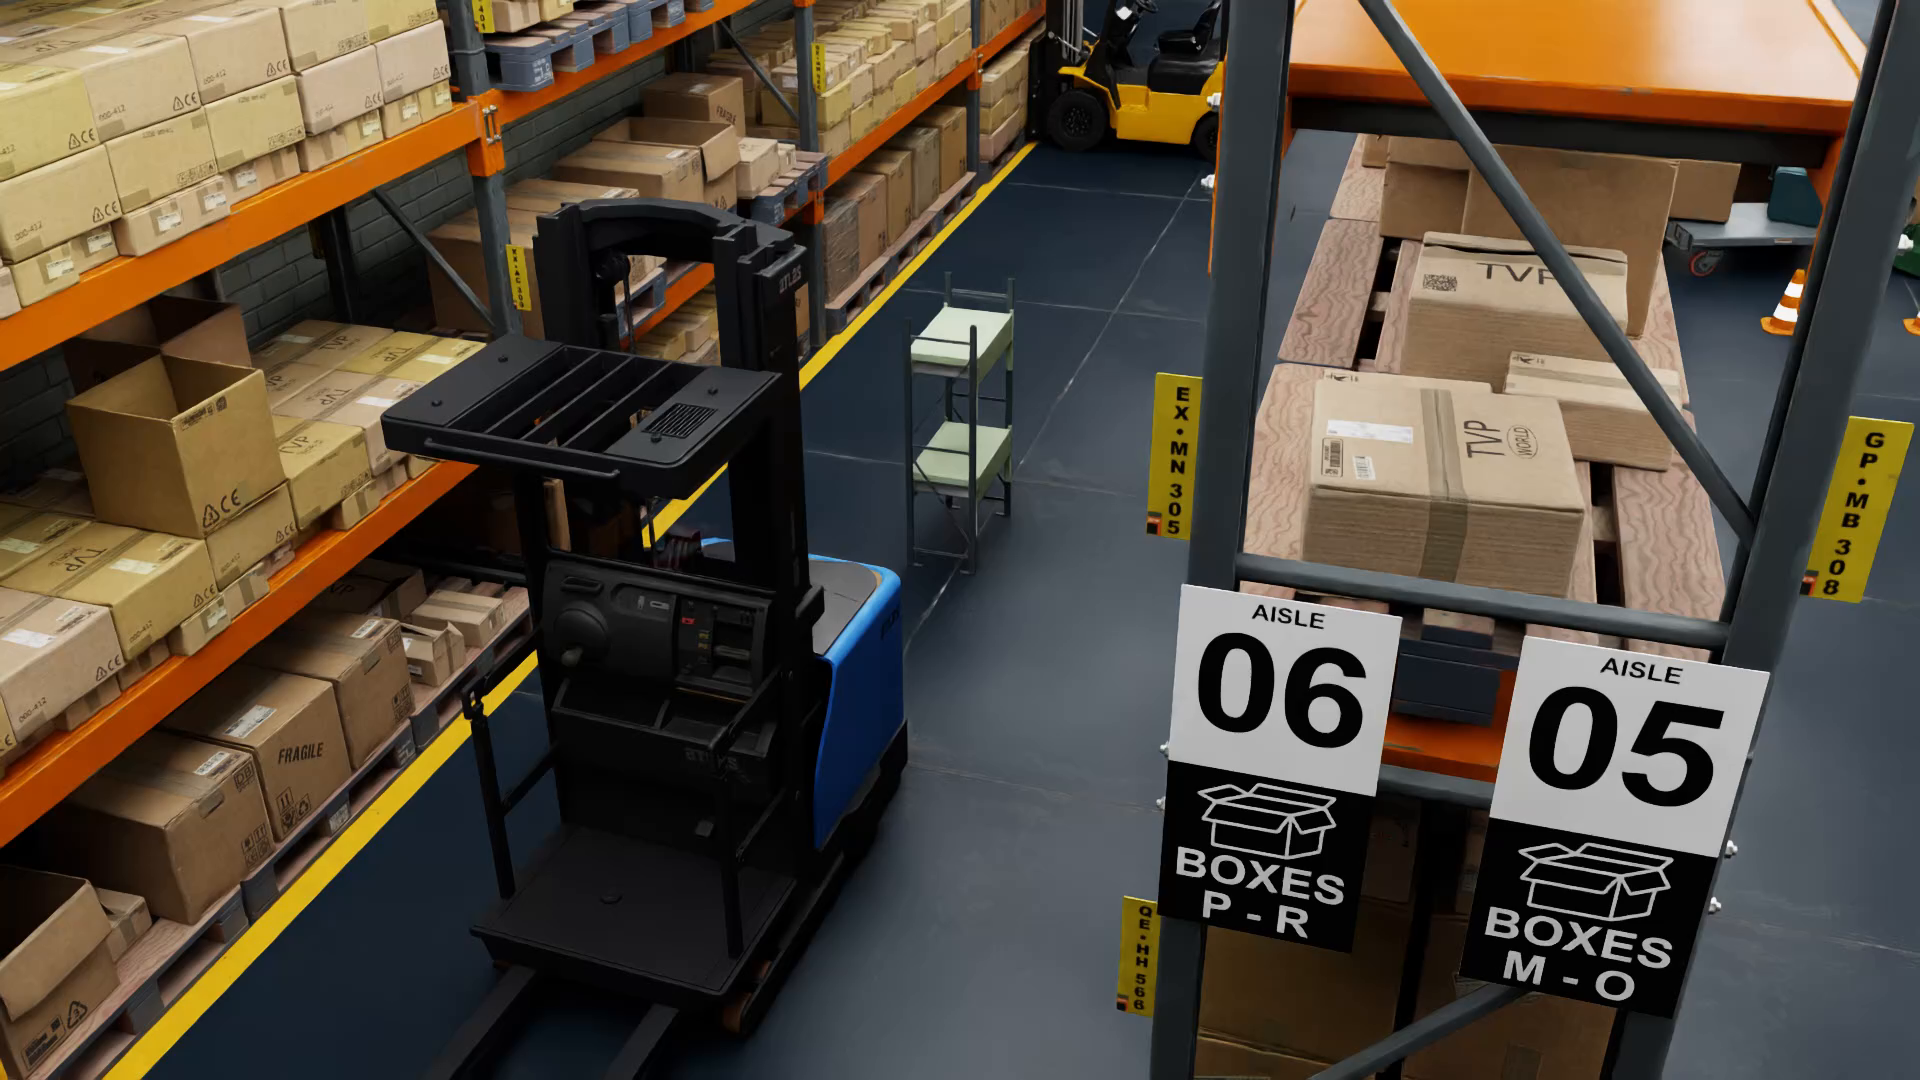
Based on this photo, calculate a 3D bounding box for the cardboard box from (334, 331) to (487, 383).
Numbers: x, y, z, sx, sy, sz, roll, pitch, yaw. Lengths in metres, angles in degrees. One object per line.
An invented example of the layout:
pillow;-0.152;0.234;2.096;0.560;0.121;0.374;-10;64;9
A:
cardboard box;-2.578;-0.759;7.876;0.500;0.250;0.500;9;30;16

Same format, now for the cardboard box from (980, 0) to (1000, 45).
cardboard box;0.066;-4.896;15.363;0.500;0.500;0.500;8;30;13

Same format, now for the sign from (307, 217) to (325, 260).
sign;-3.194;-1.549;8.258;0.100;0.325;0.005;8;30;15

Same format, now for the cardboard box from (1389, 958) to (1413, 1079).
cardboard box;1.325;1.374;4.092;0.500;0.500;0.500;8;30;14

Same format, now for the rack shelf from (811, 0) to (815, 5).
rack shelf;-0.901;-4.750;12.858;1.077;0.370;4.000;8;30;15

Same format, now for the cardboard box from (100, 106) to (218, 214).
cardboard box;-3.023;-1.368;5.887;0.500;0.250;0.500;8;30;14

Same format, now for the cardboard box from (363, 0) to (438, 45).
cardboard box;-2.580;-2.290;7.030;0.500;0.250;0.500;9;30;15

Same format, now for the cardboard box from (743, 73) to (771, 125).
cardboard box;-1.622;-3.226;12.103;0.500;0.250;0.500;9;30;16

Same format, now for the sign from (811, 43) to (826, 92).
sign;-0.966;-3.223;11.348;0.100;0.325;0.005;8;30;15

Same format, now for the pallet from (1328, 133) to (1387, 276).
pallet;1.834;-1.152;5.742;1.003;0.211;1.213;8;30;15

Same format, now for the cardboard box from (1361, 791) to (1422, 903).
cardboard box;0.824;0.640;3.715;0.380;0.149;0.250;9;30;16

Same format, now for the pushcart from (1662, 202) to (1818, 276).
pushcart;6.627;-2.529;13.908;1.648;0.377;0.936;-1;29;-3

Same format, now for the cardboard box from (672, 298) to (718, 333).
cardboard box;-1.754;-1.454;10.750;0.380;0.149;0.250;8;30;14

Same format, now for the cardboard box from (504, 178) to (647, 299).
cardboard box;-2.154;-1.626;9.053;0.700;0.500;0.500;9;30;15

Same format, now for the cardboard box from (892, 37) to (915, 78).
cardboard box;-0.679;-3.863;13.249;0.500;0.250;0.500;9;30;16

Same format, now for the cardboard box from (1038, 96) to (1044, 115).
cardboard box;0.583;-4.555;17.249;0.500;0.250;0.500;9;30;16

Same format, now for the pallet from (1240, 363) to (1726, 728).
pallet;1.118;-0.019;3.703;1.003;0.211;1.213;8;30;15

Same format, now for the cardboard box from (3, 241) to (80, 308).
cardboard box;-3.135;-0.889;5.435;0.380;0.149;0.250;8;30;15

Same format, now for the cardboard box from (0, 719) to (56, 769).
cardboard box;-3.403;0.638;5.777;0.380;0.149;0.250;8;30;14

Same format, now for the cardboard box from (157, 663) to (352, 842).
cardboard box;-3.027;0.908;7.171;0.500;0.500;0.500;9;30;16

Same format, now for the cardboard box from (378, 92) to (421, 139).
cardboard box;-2.560;-1.844;7.152;0.380;0.149;0.250;8;30;15

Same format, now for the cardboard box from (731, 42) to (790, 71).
cardboard box;-1.482;-3.581;12.331;0.380;0.149;0.250;8;30;15

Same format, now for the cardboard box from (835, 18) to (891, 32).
cardboard box;-0.760;-3.994;13.074;0.380;0.149;0.250;8;30;15

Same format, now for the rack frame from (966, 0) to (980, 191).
rack frame;-0.314;-4.683;15.083;1.000;3.000;0.127;8;30;15

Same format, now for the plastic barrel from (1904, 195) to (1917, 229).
plastic barrel;8.061;-2.938;14.595;0.421;0.421;0.512;-17;34;-28

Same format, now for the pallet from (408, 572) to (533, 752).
pallet;-2.865;0.572;8.505;1.003;0.211;1.213;8;30;15

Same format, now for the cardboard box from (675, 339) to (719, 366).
cardboard box;-1.849;-0.970;10.547;0.500;0.500;0.500;7;30;13

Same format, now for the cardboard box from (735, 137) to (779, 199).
cardboard box;-1.488;-2.406;10.712;0.500;0.250;0.500;7;30;13

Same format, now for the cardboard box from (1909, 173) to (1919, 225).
cardboard box;8.669;-3.094;14.795;0.500;0.500;0.500;14;32;23

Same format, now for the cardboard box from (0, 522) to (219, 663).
cardboard box;-3.152;0.186;6.178;0.500;0.250;0.500;8;30;14

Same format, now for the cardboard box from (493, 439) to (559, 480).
cardboard box;-2.302;-0.469;8.980;0.380;0.149;0.250;10;31;17

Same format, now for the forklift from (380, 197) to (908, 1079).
forklift;-1.215;0.382;6.048;1.130;2.935;3.031;10;31;17

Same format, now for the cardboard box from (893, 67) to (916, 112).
cardboard box;-0.673;-3.645;13.370;0.500;0.250;0.500;9;30;16

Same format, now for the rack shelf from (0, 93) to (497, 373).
rack shelf;-3.249;-1.033;6.175;1.077;0.370;4.000;8;30;15

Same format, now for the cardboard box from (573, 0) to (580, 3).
cardboard box;-2.104;-2.723;8.197;0.380;0.149;0.250;9;30;15

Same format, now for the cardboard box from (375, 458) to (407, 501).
cardboard box;-2.726;-0.305;7.472;0.380;0.149;0.250;9;30;16

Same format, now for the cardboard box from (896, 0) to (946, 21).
cardboard box;-0.333;-4.450;13.894;0.380;0.149;0.250;8;30;13

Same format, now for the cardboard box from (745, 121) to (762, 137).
cardboard box;-1.600;-3.004;12.219;0.500;0.250;0.500;8;30;14

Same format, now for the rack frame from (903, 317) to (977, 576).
rack frame;-0.105;-0.488;9.085;0.400;1.500;0.023;8;30;15

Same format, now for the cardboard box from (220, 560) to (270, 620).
cardboard box;-2.994;0.173;6.613;0.380;0.149;0.250;9;30;16

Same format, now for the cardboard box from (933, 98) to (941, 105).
cardboard box;-0.354;-4.359;15.867;0.500;0.250;0.500;9;30;16

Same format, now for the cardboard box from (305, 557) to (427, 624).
cardboard box;-3.082;0.299;8.461;0.500;0.311;0.500;10;30;17

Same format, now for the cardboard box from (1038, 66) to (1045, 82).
cardboard box;0.577;-4.765;17.113;0.500;0.250;0.500;8;30;15

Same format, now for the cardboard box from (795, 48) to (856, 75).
cardboard box;-0.985;-3.505;12.195;0.380;0.149;0.250;9;30;16

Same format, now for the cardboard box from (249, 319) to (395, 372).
cardboard box;-3.065;-0.838;8.020;0.500;0.250;0.500;8;30;14

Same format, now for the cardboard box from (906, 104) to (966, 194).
cardboard box;-0.456;-3.585;15.120;0.875;0.625;0.625;10;31;17

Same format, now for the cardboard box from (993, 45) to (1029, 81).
cardboard box;0.423;-4.751;16.573;0.500;0.250;0.500;10;30;17

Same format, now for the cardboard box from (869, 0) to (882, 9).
cardboard box;-0.880;-4.523;14.025;0.380;0.149;0.250;8;30;14

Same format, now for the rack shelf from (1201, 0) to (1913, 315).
rack shelf;1.497;-1.462;4.273;1.077;0.370;4.000;8;30;15

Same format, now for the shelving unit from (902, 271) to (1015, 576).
shelving unit;0.002;-0.659;9.391;0.431;1.500;0.755;8;30;15

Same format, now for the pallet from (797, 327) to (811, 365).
pallet;-1.743;-1.264;11.806;1.003;0.211;1.213;8;30;15

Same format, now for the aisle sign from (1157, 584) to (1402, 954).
aisle sign;0.593;0.453;3.176;0.394;0.787;0.004;8;30;15

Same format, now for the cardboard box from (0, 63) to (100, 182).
cardboard box;-3.164;-1.340;5.322;0.500;0.250;0.500;8;30;14

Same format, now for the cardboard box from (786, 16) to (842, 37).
cardboard box;-1.154;-4.048;13.171;0.380;0.149;0.250;9;30;16

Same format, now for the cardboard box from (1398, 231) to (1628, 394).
cardboard box;1.397;-0.588;4.192;0.500;0.311;0.500;9;30;16

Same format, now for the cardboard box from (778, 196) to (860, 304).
cardboard box;-1.292;-2.258;12.735;0.875;0.625;0.625;9;30;16

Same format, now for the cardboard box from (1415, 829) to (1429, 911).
cardboard box;1.468;0.696;4.283;0.500;0.500;0.500;8;30;14

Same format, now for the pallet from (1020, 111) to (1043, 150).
pallet;0.316;-4.397;17.437;1.003;0.211;1.213;8;30;15

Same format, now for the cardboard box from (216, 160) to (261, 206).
cardboard box;-2.898;-1.369;6.298;0.380;0.149;0.250;9;30;15
